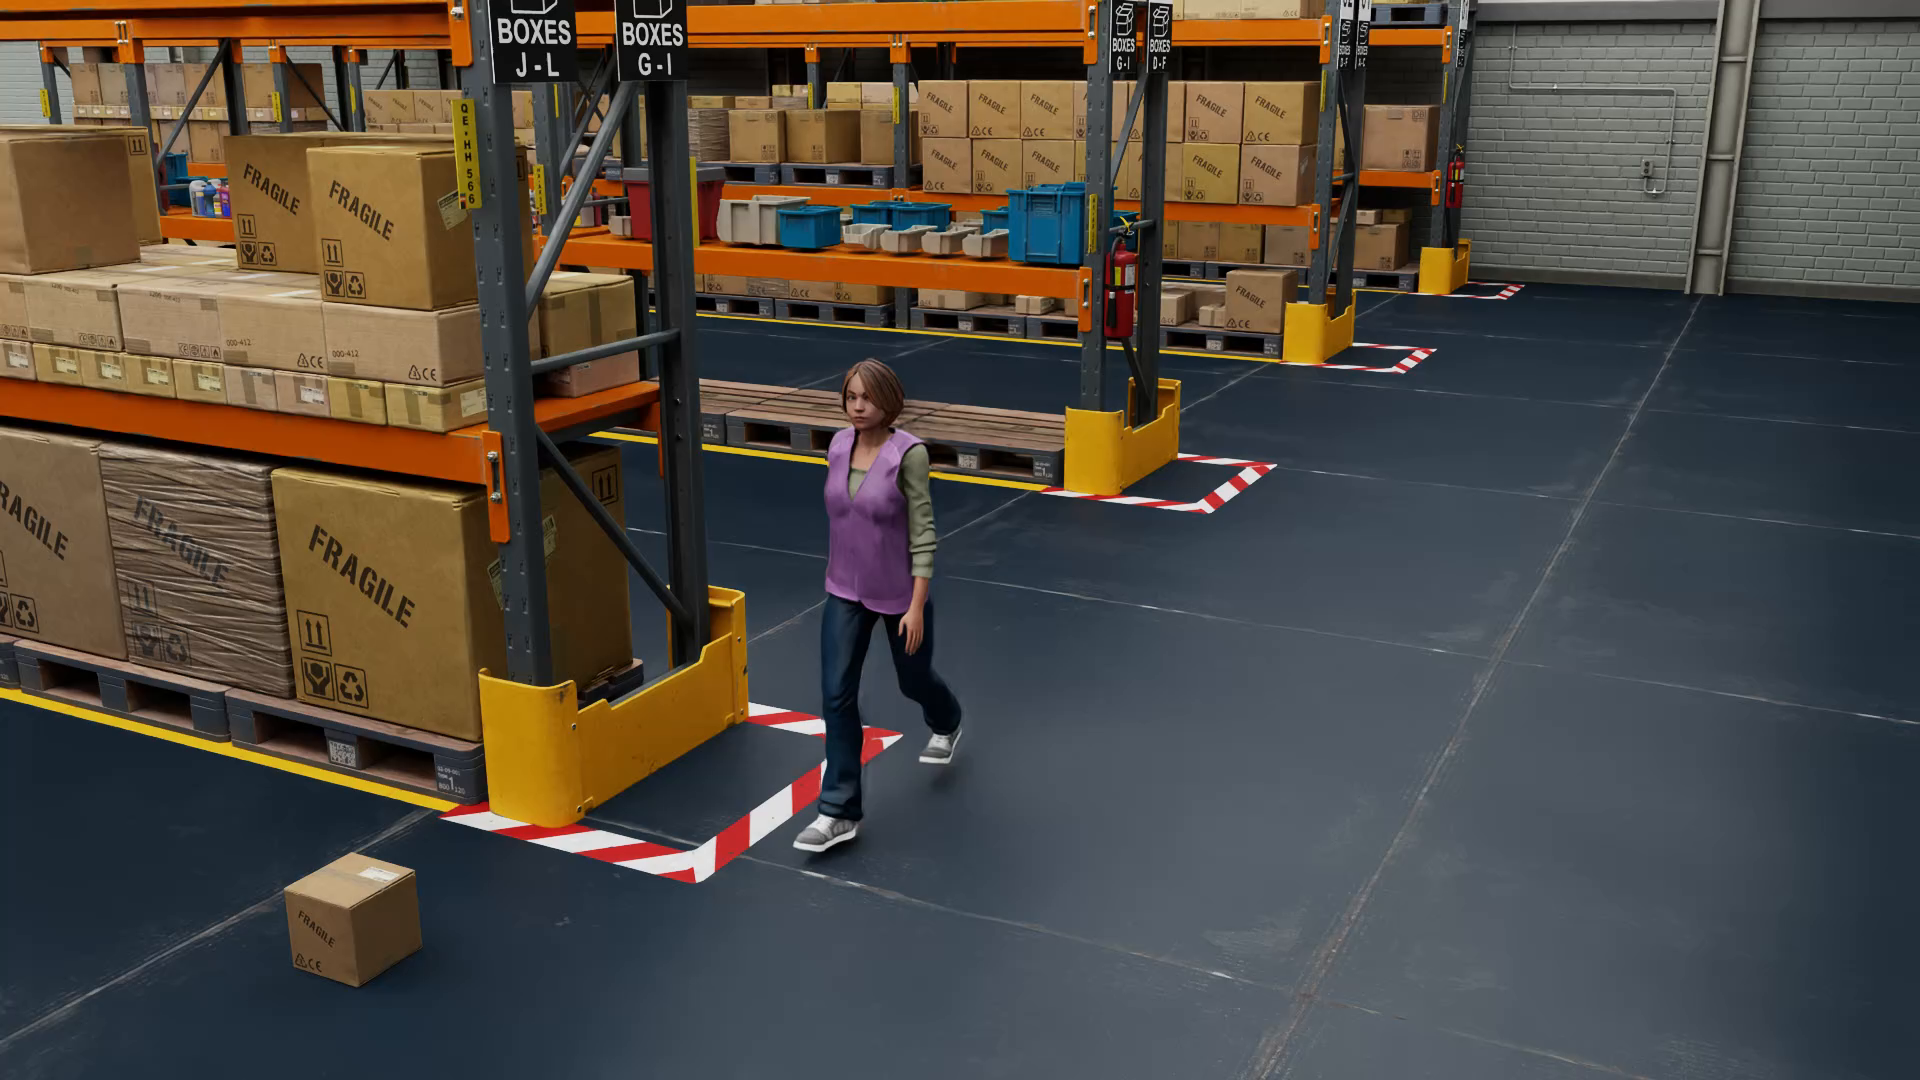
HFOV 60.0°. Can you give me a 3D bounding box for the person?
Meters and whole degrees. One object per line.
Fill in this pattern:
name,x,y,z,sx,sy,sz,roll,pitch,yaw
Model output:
person,-0.250,0.168,5.464,0.442,1.547,0.955,7,17,23
